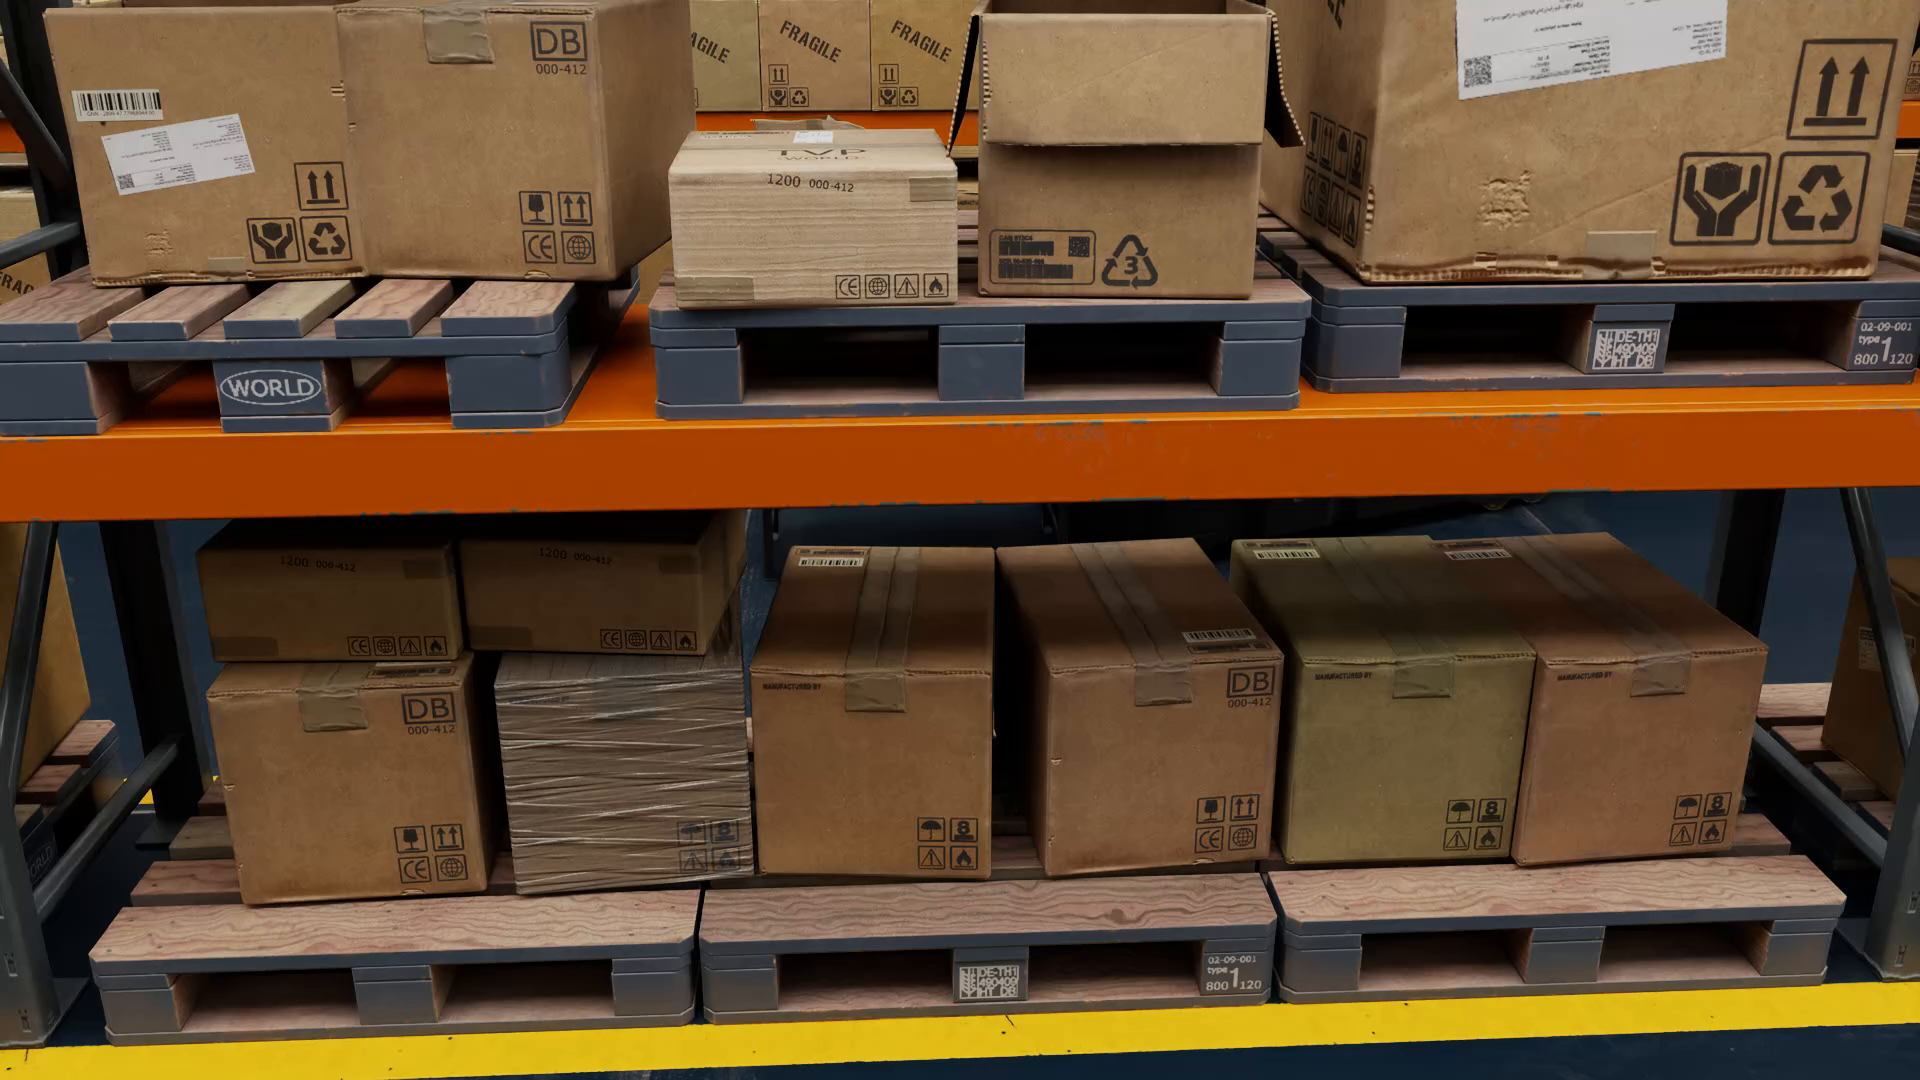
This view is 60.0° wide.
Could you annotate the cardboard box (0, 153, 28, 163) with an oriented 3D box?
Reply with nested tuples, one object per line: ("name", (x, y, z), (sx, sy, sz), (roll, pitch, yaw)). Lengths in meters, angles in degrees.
("cardboard box", (-7.153, -3.003, 12.804), (0.875, 0.438, 0.875), (-1, 21, -4))

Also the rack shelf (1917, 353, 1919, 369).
("rack shelf", (4.029, -0.326, 3.771), (4.000, 0.370, 1.077), (-1, 21, -3))

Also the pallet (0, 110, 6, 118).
("pallet", (-4.117, -2.159, 7.847), (1.213, 0.211, 1.003), (-1, 21, -3))

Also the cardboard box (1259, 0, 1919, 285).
("cardboard box", (1.231, -1.131, 3.444), (1.000, 1.000, 1.000), (-1, 21, -3))

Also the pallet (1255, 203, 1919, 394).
("pallet", (1.261, -0.568, 3.666), (1.213, 0.211, 1.003), (-1, 21, -3))

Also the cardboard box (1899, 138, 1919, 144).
("cardboard box", (5.171, -1.632, 8.589), (0.875, 0.875, 0.875), (-1, 21, -3))

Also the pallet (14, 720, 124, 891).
("pallet", (-2.752, 0.753, 3.848), (1.213, 0.211, 1.003), (-1, 21, -3))

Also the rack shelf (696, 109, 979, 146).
("rack shelf", (-0.146, -2.008, 8.191), (4.000, 0.370, 1.077), (-1, 21, -3))

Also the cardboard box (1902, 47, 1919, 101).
("cardboard box", (4.362, -2.527, 8.332), (0.550, 0.550, 0.875), (-1, 21, -3))

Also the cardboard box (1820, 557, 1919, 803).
("cardboard box", (2.434, 0.357, 3.891), (0.500, 0.500, 0.500), (-2, 21, -5))

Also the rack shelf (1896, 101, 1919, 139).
("rack shelf", (3.847, -2.090, 8.405), (4.000, 0.370, 1.077), (-1, 21, -3))

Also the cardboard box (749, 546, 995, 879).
("cardboard box", (-0.174, 0.372, 3.822), (0.500, 0.500, 0.700), (1, 21, 1))

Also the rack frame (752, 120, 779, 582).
("rack frame", (-0.673, -0.645, 5.706), (0.032, 1.500, 0.500), (-1, 21, -4))

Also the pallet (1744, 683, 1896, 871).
("pallet", (2.701, 0.656, 4.102), (1.213, 0.211, 1.003), (-1, 21, -3))

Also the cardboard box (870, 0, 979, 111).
("cardboard box", (-0.171, -2.295, 7.792), (0.500, 0.500, 0.500), (-1, 21, -4))

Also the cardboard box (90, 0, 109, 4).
("cardboard box", (-3.638, -2.329, 7.366), (0.250, 0.149, 0.380), (-1, 21, -3))

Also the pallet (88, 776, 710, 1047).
("pallet", (-1.181, 0.748, 3.860), (1.213, 0.211, 1.003), (-1, 21, -3))

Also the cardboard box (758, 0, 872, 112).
("cardboard box", (-0.668, -2.285, 7.767), (0.500, 0.500, 0.500), (-1, 21, -3))

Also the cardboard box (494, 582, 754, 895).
("cardboard box", (-0.740, 0.386, 3.786), (0.500, 0.500, 0.700), (-3, 21, -8))

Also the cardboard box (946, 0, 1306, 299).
("cardboard box", (0.307, -0.798, 3.265), (0.637, 0.503, 0.797), (1, 21, 2))

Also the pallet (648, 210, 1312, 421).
("pallet", (0.013, -0.505, 3.501), (1.213, 0.211, 1.003), (-1, 21, -3))

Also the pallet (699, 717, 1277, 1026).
("pallet", (0.035, 0.724, 3.922), (1.213, 0.211, 1.003), (-1, 21, -3))

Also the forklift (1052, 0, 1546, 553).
("forklift", (1.754, -1.642, 6.315), (3.031, 2.935, 1.130), (-10, 23, -24))

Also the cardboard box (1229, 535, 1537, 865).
("cardboard box", (0.941, 0.349, 3.883), (0.500, 0.500, 0.700), (-1, 21, -3))

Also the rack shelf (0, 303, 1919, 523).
("rack shelf", (0.036, -0.244, 3.558), (4.000, 0.370, 1.077), (-1, 21, -3))

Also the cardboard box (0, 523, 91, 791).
("cardboard box", (-2.651, 0.263, 3.609), (0.875, 0.875, 1.225), (-2, 21, -6))

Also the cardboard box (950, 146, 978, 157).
("cardboard box", (0.226, -3.082, 13.104), (0.625, 0.372, 0.950), (0, 21, 0))

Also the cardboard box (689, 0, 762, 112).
("cardboard box", (-1.172, -2.275, 7.741), (0.500, 0.500, 0.500), (-1, 21, -4))

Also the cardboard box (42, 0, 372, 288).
("cardboard box", (-1.424, -0.808, 3.297), (0.500, 0.500, 0.500), (-4, 21, -10))

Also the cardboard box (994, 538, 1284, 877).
("cardboard box", (0.383, 0.361, 3.852), (0.500, 0.500, 0.700), (-3, 21, -8))

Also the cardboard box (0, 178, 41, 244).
("cardboard box", (-4.343, -1.543, 7.826), (0.500, 0.250, 0.500), (0, 21, -1))

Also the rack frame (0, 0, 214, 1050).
("rack frame", (-1.961, -0.540, 3.323), (0.127, 3.000, 1.000), (-1, 21, -3))

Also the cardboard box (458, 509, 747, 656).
("cardboard box", (-0.765, 0.034, 3.658), (0.500, 0.250, 0.500), (1, 21, 3))

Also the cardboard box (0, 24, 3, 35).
("cardboard box", (-4.156, -2.318, 7.337), (0.250, 0.149, 0.380), (-2, 21, -4))

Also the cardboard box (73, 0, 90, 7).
("cardboard box", (-3.898, -2.323, 7.352), (0.250, 0.149, 0.380), (-1, 21, -2))

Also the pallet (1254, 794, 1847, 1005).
("pallet", (1.255, 0.698, 3.990), (1.213, 0.211, 1.003), (-1, 21, -3))

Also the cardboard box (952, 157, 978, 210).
("cardboard box", (0.273, -1.467, 8.331), (0.750, 0.750, 1.050), (-1, 21, -3))

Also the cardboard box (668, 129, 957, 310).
("cardboard box", (-0.274, -0.618, 3.150), (0.500, 0.250, 0.500), (-2, 21, -5))

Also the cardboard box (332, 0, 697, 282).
("cardboard box", (-0.872, -0.855, 3.420), (0.500, 0.500, 0.700), (2, 21, 5))

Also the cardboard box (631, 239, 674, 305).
("cardboard box", (-1.530, -1.429, 8.231), (0.750, 0.750, 1.050), (-1, 21, -4))

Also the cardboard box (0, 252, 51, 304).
("cardboard box", (-4.333, -1.198, 7.975), (0.500, 0.500, 0.500), (-1, 21, -2))

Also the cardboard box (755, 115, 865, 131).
("cardboard box", (-0.311, -0.803, 3.613), (0.258, 0.266, 0.396), (-2, 21, -5))

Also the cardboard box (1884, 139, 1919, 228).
("cardboard box", (4.292, -1.614, 8.540), (0.875, 0.875, 0.875), (-1, 21, -4))

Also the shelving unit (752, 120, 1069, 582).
("shelving unit", (-0.166, -0.657, 5.739), (1.048, 1.500, 0.538), (-1, 21, -4))

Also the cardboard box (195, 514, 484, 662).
("cardboard box", (-1.294, 0.048, 3.620), (0.500, 0.250, 0.500), (0, 21, -1))

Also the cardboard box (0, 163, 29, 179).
("cardboard box", (-4.893, -1.712, 8.270), (0.500, 0.250, 0.500), (0, 21, 0))

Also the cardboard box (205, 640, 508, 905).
("cardboard box", (-1.293, 0.402, 3.744), (0.500, 0.500, 0.700), (-2, 21, -6))

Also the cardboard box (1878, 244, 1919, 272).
("cardboard box", (2.231, -0.613, 3.867), (0.250, 0.149, 0.380), (-1, 21, -3))

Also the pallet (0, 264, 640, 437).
("pallet", (-1.255, -0.503, 3.495), (1.003, 0.211, 1.213), (-1, 21, -3))

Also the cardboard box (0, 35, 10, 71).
("cardboard box", (-4.162, -2.179, 7.390), (0.250, 0.149, 0.380), (-2, 21, -6))

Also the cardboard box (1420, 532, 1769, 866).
("cardboard box", (1.418, 0.346, 3.891), (0.500, 0.500, 0.700), (-3, 21, -7))

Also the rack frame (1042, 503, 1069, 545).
("rack frame", (0.341, -0.670, 5.772), (0.032, 1.500, 0.500), (-1, 21, -4))

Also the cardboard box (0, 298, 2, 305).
("cardboard box", (-2.462, -0.673, 3.533), (0.500, 0.500, 0.500), (-1, 21, -1))

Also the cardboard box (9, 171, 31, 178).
("cardboard box", (-4.367, -1.728, 8.312), (0.500, 0.250, 0.500), (-2, 21, -5))

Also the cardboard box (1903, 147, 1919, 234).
("cardboard box", (2.485, -0.794, 3.432), (0.500, 0.500, 0.875), (-1, 21, -3))

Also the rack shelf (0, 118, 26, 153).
("rack shelf", (-4.140, -1.927, 7.978), (4.000, 0.370, 1.077), (-1, 21, -3))

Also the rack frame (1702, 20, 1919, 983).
("rack frame", (2.033, -0.621, 3.537), (0.127, 3.000, 1.000), (-1, 21, -3))
